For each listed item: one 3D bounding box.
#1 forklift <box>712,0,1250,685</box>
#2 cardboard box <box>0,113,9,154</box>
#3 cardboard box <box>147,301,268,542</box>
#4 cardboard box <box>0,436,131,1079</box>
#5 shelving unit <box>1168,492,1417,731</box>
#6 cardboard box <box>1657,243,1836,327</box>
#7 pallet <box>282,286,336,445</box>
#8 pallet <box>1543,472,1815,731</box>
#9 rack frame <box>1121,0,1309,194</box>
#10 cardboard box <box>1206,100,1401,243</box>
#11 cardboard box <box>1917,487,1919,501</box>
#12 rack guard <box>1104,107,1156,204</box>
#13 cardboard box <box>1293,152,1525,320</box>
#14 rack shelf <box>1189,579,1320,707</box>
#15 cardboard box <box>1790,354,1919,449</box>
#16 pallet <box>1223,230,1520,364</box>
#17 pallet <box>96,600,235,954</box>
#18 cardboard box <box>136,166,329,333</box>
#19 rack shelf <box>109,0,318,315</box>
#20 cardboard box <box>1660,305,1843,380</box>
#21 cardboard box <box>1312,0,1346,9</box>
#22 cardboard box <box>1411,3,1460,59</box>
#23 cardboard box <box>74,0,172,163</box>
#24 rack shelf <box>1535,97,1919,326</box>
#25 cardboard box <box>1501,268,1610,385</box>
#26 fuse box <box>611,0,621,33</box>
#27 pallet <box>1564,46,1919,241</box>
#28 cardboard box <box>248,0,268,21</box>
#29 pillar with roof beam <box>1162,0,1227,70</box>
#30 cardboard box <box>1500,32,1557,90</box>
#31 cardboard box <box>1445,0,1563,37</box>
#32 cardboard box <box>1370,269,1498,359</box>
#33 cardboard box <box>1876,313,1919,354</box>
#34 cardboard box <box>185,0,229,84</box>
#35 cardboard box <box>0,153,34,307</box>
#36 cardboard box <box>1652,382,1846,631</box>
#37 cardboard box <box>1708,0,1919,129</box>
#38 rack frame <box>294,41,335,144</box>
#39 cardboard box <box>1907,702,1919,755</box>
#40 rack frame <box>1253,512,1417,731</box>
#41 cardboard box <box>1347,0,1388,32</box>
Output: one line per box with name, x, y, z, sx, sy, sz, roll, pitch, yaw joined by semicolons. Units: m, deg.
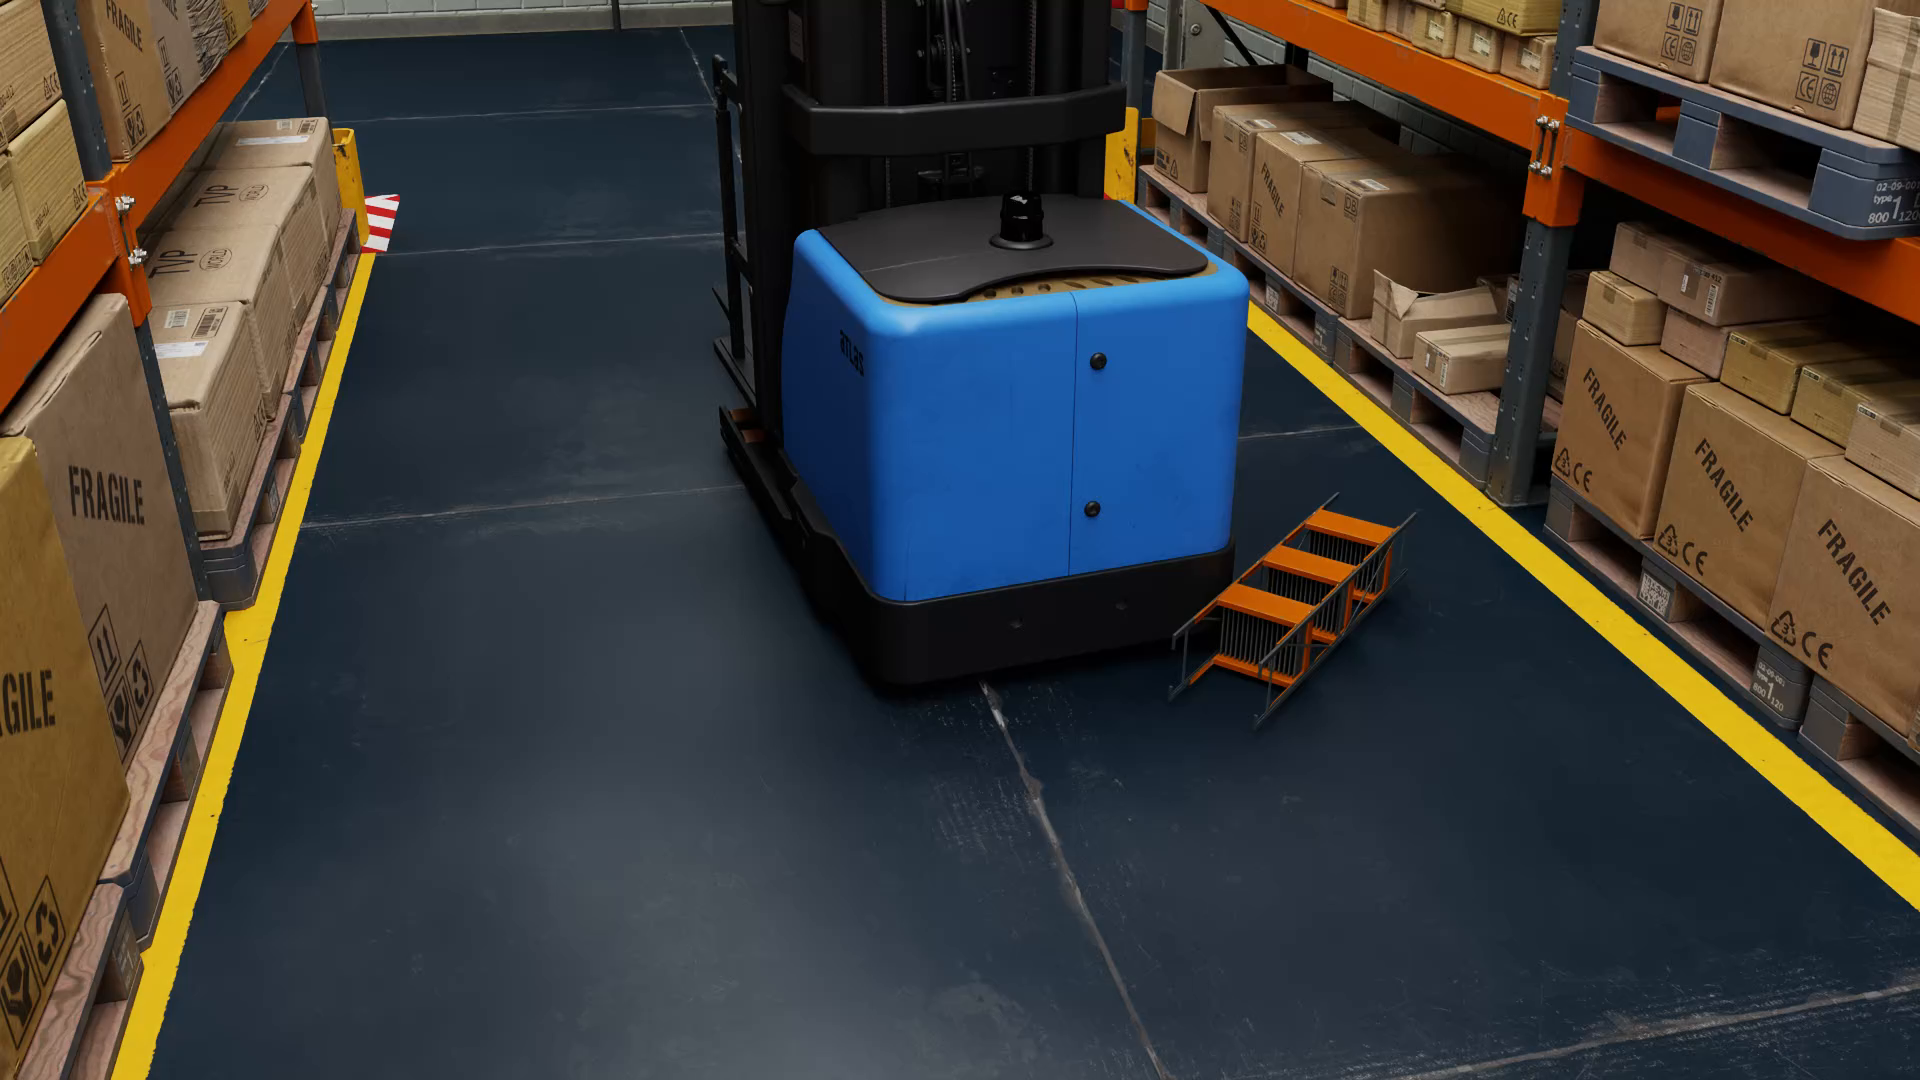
forklift;-0.204;-1.575;5.118;1.130;2.935;3.031;-9;28;-17
cardboard box;-2.130;-0.776;3.070;0.500;0.250;0.500;-5;27;-10
cardboard box;-2.623;-0.338;4.967;0.875;0.438;0.875;-6;27;-12
cardboard box;-2.157;0.413;2.994;0.875;0.875;0.875;-5;27;-10
shelving unit;0.948;0.171;4.640;0.252;0.215;1.050;17;32;31
cardboard box;2.176;-0.713;4.592;0.380;0.149;0.250;-7;28;-14
pallet;-2.959;-0.641;6.286;1.003;0.211;1.213;-6;27;-12
pallet;2.470;0.085;4.847;1.003;0.211;1.213;-6;27;-12
rack frame;1.348;-3.269;8.398;1.000;3.000;0.127;-6;27;-12
cardboard box;1.548;-1.683;7.564;0.700;0.500;0.500;-5;27;-9
cardboard box;2.426;-0.123;3.753;0.380;0.149;0.250;-5;27;-10
rack guard;1.365;-2.120;8.895;1.175;0.500;0.348;-6;27;-12
cardboard box;1.782;-1.228;6.661;0.700;0.500;0.500;-7;28;-14
rack shelf;0.784;0.277;4.428;0.240;0.215;0.259;17;32;31
cardboard box;2.353;-0.346;4.194;0.380;0.149;0.250;-6;27;-12
pallet;1.817;-1.106;7.208;1.003;0.211;1.213;-6;27;-12
pallet;-2.338;0.568;3.889;1.003;0.211;1.213;-6;27;-12
cardboard box;-3.027;-1.127;6.531;0.875;0.438;0.875;-5;27;-10
rack shelf;-3.037;-1.564;5.819;1.077;0.370;4.000;-6;27;-12
cardboard box;2.209;-0.576;4.651;0.380;0.149;0.250;-7;28;-13
cardboard box;1.601;-2.195;6.548;0.380;0.149;0.250;-6;27;-12
cardboard box;1.769;-1.739;5.645;0.380;0.149;0.250;-5;27;-10
cardboard box;-2.436;-1.285;4.355;0.500;0.500;0.500;-5;27;-10
rack shelf;2.700;-0.314;3.342;1.077;0.370;4.000;-6;27;-12
cardboard box;2.331;-0.814;6.052;0.500;0.311;0.500;-5;27;-10
fuse box;-2.701;-4.811;12.882;0.539;1.711;0.414;-6;27;-12
pallet;2.323;-1.066;4.245;1.003;0.211;1.213;-6;27;-12
cardboard box;-2.897;-2.177;6.122;0.500;0.500;0.500;-5;27;-10
pillar with roof beam;-2.576;-6.785;8.707;9.100;9.000;0.400;-6;27;-12
cardboard box;1.931;-1.515;5.202;0.380;0.149;0.250;-6;27;-11
cardboard box;1.897;-1.778;5.280;0.500;0.250;0.500;-5;27;-10
cardboard box;1.757;-0.852;6.176;0.396;0.266;0.258;-5;27;-10
cardboard box;2.741;-0.521;4.542;0.380;0.149;0.250;-6;27;-11
cardboard box;-2.652;-1.725;5.228;0.500;0.500;0.500;-6;27;-11
cardboard box;-2.125;-0.545;3.168;0.500;0.250;0.500;-6;27;-12
cardboard box;2.269;-0.117;4.460;0.500;0.500;0.500;-6;27;-12
cardboard box;2.257;-1.283;3.886;0.700;0.500;0.500;-6;27;-11
rack frame;-3.487;-2.763;7.396;1.000;3.000;0.127;-6;27;-12
cardboard box;2.488;0.331;3.573;0.500;0.500;0.500;-7;28;-13
rack frame;1.049;0.202;4.578;0.008;0.200;1.050;17;32;31
cardboard box;1.652;-1.966;6.095;0.380;0.149;0.250;-6;27;-12
